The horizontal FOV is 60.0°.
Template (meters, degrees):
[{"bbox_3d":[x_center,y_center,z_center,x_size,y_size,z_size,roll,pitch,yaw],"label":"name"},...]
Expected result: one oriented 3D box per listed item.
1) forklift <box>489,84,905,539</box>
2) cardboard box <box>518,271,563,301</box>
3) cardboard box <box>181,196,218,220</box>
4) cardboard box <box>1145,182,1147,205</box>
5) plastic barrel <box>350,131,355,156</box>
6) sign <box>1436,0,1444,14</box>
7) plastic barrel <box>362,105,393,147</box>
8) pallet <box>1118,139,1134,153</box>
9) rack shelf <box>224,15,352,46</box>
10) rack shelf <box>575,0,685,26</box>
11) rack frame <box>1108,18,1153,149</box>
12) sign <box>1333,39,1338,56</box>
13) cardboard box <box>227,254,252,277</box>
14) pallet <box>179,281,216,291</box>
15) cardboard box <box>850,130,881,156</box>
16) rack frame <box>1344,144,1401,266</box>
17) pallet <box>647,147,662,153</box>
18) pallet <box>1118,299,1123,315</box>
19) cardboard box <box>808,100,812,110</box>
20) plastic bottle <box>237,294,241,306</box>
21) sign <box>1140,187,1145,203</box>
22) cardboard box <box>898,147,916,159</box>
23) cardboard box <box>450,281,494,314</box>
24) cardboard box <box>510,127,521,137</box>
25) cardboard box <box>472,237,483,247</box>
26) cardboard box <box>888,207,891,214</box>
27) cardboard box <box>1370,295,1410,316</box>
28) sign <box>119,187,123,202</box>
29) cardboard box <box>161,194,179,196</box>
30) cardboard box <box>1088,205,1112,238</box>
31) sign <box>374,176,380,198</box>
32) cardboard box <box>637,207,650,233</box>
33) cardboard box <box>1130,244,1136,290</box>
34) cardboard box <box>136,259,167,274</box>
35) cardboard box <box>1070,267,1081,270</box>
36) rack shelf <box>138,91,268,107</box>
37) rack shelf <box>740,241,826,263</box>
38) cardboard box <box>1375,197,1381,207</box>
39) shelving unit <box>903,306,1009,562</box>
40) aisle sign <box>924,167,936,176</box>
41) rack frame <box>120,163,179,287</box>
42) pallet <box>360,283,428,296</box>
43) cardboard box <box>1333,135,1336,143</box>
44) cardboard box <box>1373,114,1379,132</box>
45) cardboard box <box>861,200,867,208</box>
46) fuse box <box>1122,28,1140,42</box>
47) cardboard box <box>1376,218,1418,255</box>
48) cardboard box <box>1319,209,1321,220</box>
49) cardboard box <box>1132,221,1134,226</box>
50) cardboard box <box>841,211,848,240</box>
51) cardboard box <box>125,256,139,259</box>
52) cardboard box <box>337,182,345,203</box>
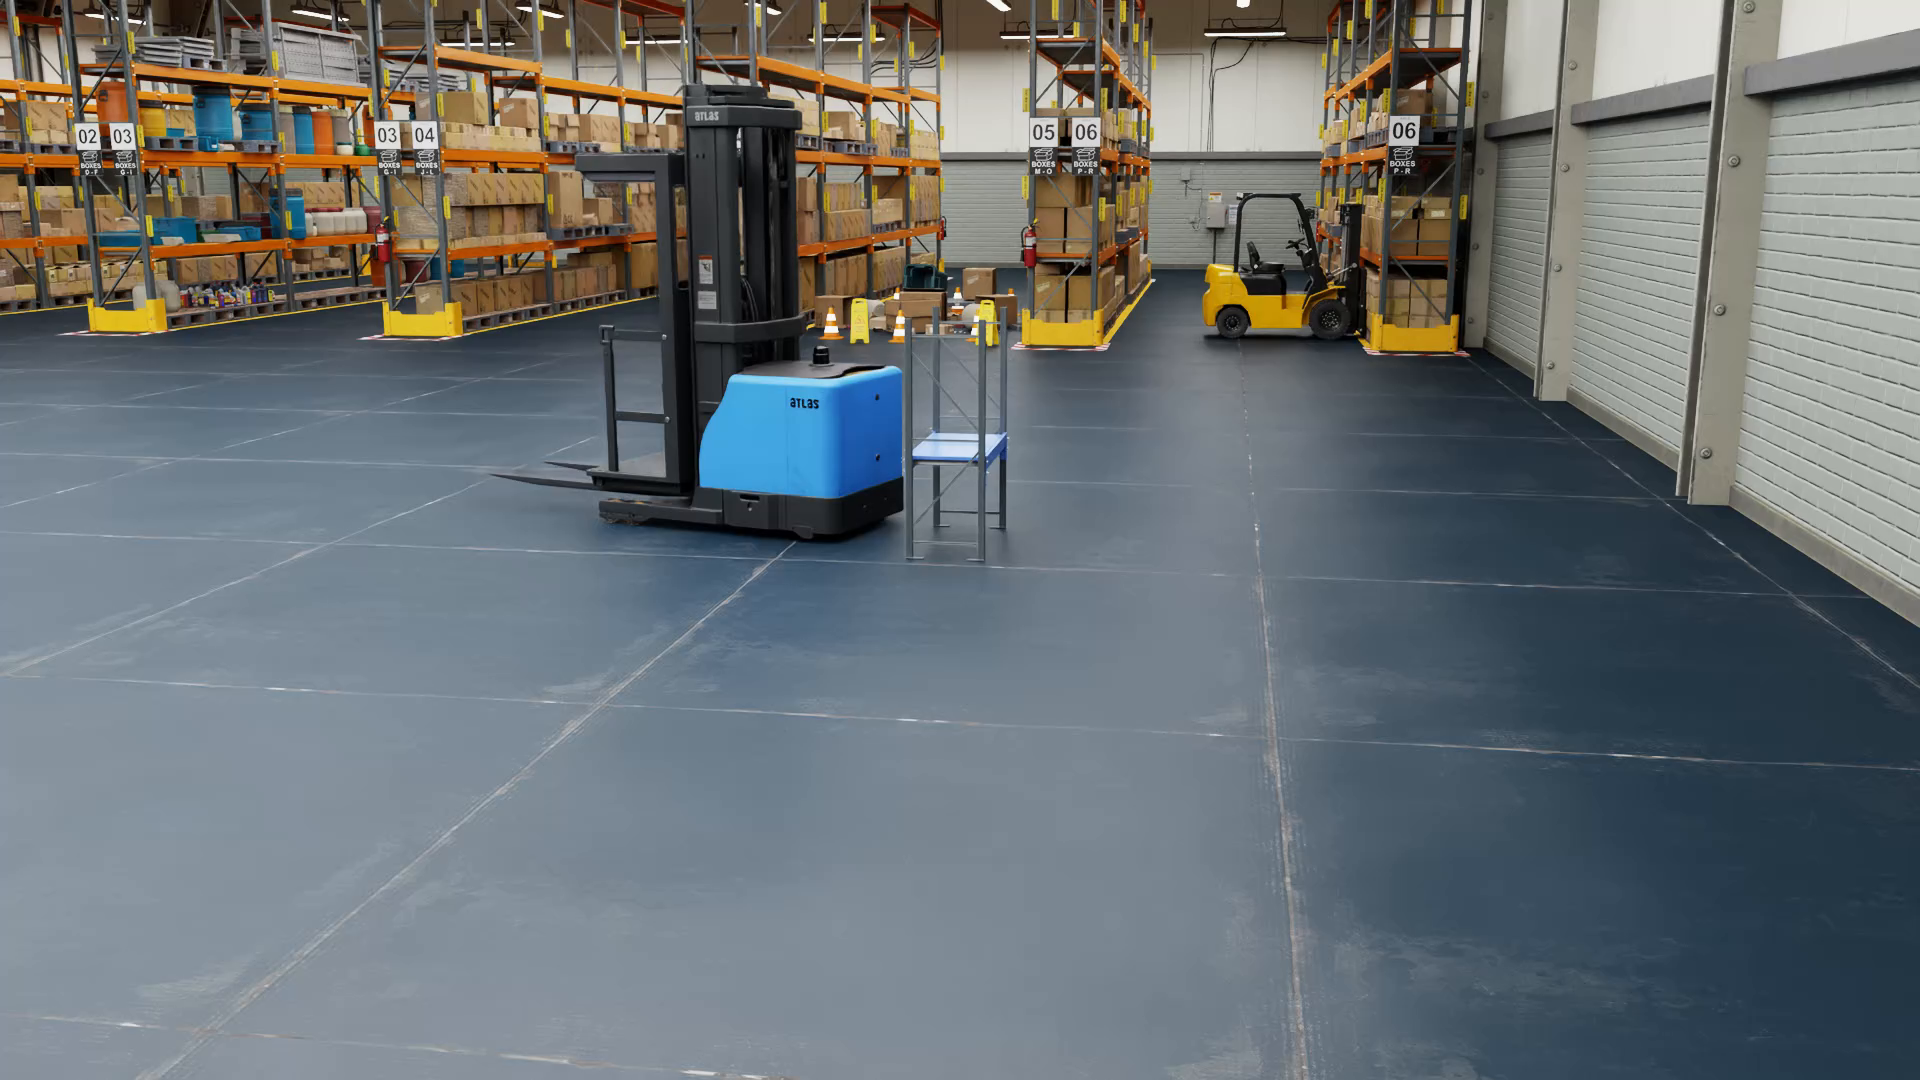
[{"bbox_3d":[-1.941,-1.626,11.582,3.031,2.935,1.130,6,13,25],"label":"forklift"},{"bbox_3d":[-7.579,-4.581,30.020,0.700,0.500,0.500,1,12,4],"label":"cardboard box"},{"bbox_3d":[-16.553,-7.188,35.995,0.700,0.500,0.500,4,13,19],"label":"cardboard box"},{"bbox_3d":[3.973,-7.855,37.711,0.500,0.500,0.500,2,12,8],"label":"cardboard box"},{"bbox_3d":[-12.324,-7.920,33.240,0.421,0.512,0.421,0,12,0],"label":"plastic barrel"},{"bbox_3d":[7.547,-8.423,26.126,0.100,0.325,0.005,2,12,9],"label":"sign"},{"bbox_3d":[-11.883,-8.454,33.964,0.600,0.830,0.708,2,12,9],"label":"plastic barrel"},{"bbox_3d":[2.298,-6.639,28.007,1.213,0.211,1.003,2,12,9],"label":"pallet"},{"bbox_3d":[-15.945,-12.070,39.459,1.077,0.370,4.000,2,12,9],"label":"rack shelf"},{"bbox_3d":[-6.772,-10.916,34.102,1.077,0.370,4.000,2,12,9],"label":"rack shelf"},{"bbox_3d":[3.943,-10.571,38.682,1.000,3.000,0.127,2,12,9],"label":"rack frame"},{"bbox_3d":[7.700,-10.095,34.069,0.100,0.325,0.005,2,12,9],"label":"sign"},{"bbox_3d":[-16.207,-6.122,37.170,0.500,0.500,0.500,2,12,9],"label":"cardboard box"},{"bbox_3d":[-16.715,-5.406,35.579,1.003,0.211,1.213,2,12,9],"label":"pallet"},{"bbox_3d":[-1.843,-7.737,32.419,0.500,0.500,0.500,2,12,9],"label":"cardboard box"},{"bbox_3d":[7.618,-5.812,30.844,1.000,3.000,0.127,2,12,9],"label":"rack frame"},{"bbox_3d":[-6.864,-8.036,34.491,1.003,0.211,1.213,2,12,11],"label":"pallet"},{"bbox_3d":[2.401,-4.194,29.951,1.003,0.211,1.213,2,12,9],"label":"pallet"},{"bbox_3d":[-2.629,-7.075,27.054,0.380,0.149,0.250,2,12,9],"label":"cardboard box"},{"bbox_3d":[-12.502,-4.159,28.769,0.097,0.201,0.097,0,12,0],"label":"plastic bottle"},{"bbox_3d":[3.865,-7.317,35.265,0.100,0.325,0.005,2,12,9],"label":"sign"},{"bbox_3d":[-1.247,-8.425,36.204,0.500,0.250,0.500,3,12,12],"label":"cardboard box"},{"bbox_3d":[-8.024,-3.996,27.354,0.500,0.500,0.500,3,13,14],"label":"cardboard box"},{"bbox_3d":[-7.561,-6.806,27.743,0.380,0.149,0.250,1,12,7],"label":"cardboard box"},{"bbox_3d":[-7.856,-4.765,26.578,0.380,0.149,0.250,2,12,9],"label":"cardboard box"},{"bbox_3d":[-1.644,-6.809,34.360,0.380,0.149,0.250,2,12,9],"label":"cardboard box"},{"bbox_3d":[6.153,-3.364,23.827,0.500,0.250,0.500,2,12,8],"label":"cardboard box"},{"bbox_3d":[-17.405,-7.158,34.529,0.100,0.325,0.005,2,12,9],"label":"sign"},{"bbox_3d":[-20.601,-8.481,42.513,0.980,0.700,0.700,2,12,11],"label":"cardboard box"},{"bbox_3d":[2.127,-5.018,26.215,0.500,0.500,0.500,2,12,10],"label":"cardboard box"},{"bbox_3d":[-8.855,-5.371,25.297,0.100,0.325,0.005,2,12,9],"label":"sign"},{"bbox_3d":[-6.659,-6.542,33.993,0.500,0.500,0.500,2,12,7],"label":"cardboard box"},{"bbox_3d":[3.042,-5.466,33.282,0.875,0.875,0.875,2,12,9],"label":"cardboard box"},{"bbox_3d":[-16.705,-5.634,34.213,0.500,0.311,0.500,2,12,10],"label":"cardboard box"},{"bbox_3d":[1.669,-4.142,26.841,0.500,0.500,0.500,2,12,11],"label":"cardboard box"},{"bbox_3d":[-16.560,-9.417,35.988,1.077,0.370,4.000,2,12,9],"label":"rack shelf"},{"bbox_3d":[-3.117,-4.511,26.514,1.077,0.370,4.000,2,12,9],"label":"rack shelf"},{"bbox_3d":[6.297,-4.955,24.382,0.380,0.149,0.250,2,12,10],"label":"cardboard box"},{"bbox_3d":[-0.013,-0.715,10.753,0.538,1.500,1.048,2,12,9],"label":"shelving unit"},{"bbox_3d":[-0.656,-9.054,39.712,0.394,0.787,0.004,2,12,9],"label":"aisle sign"},{"bbox_3d":[-16.867,-6.615,34.570,1.000,3.000,0.127,2,12,9],"label":"rack frame"},{"bbox_3d":[-11.893,-5.256,34.883,1.003,0.211,1.213,2,12,9],"label":"pallet"},{"bbox_3d":[7.591,-7.928,32.904,0.380,0.149,0.250,2,12,10],"label":"cardboard box"},{"bbox_3d":[6.474,-6.335,25.236,0.396,0.266,0.258,2,12,7],"label":"cardboard box"},{"bbox_3d":[-1.931,-6.576,32.575,0.380,0.149,0.250,2,12,9],"label":"cardboard box"},{"bbox_3d":[4.533,-13.312,43.807,0.513,0.334,0.176,2,12,9],"label":"fuse box"},{"bbox_3d":[6.204,-4.307,23.621,0.500,0.500,0.500,2,12,7],"label":"cardboard box"},{"bbox_3d":[8.512,-7.464,38.158,0.500,0.250,0.500,2,12,9],"label":"cardboard box"},{"bbox_3d":[3.184,-6.209,33.042,0.500,0.250,0.500,2,12,11],"label":"cardboard box"},{"bbox_3d":[-2.306,-5.638,29.797,0.500,0.500,0.500,2,12,8],"label":"cardboard box"},{"bbox_3d":[-20.770,-6.955,41.081,0.700,0.500,0.500,2,12,10],"label":"cardboard box"},{"bbox_3d":[-15.511,-8.612,41.222,0.500,0.500,0.500,2,12,10],"label":"cardboard box"}]
